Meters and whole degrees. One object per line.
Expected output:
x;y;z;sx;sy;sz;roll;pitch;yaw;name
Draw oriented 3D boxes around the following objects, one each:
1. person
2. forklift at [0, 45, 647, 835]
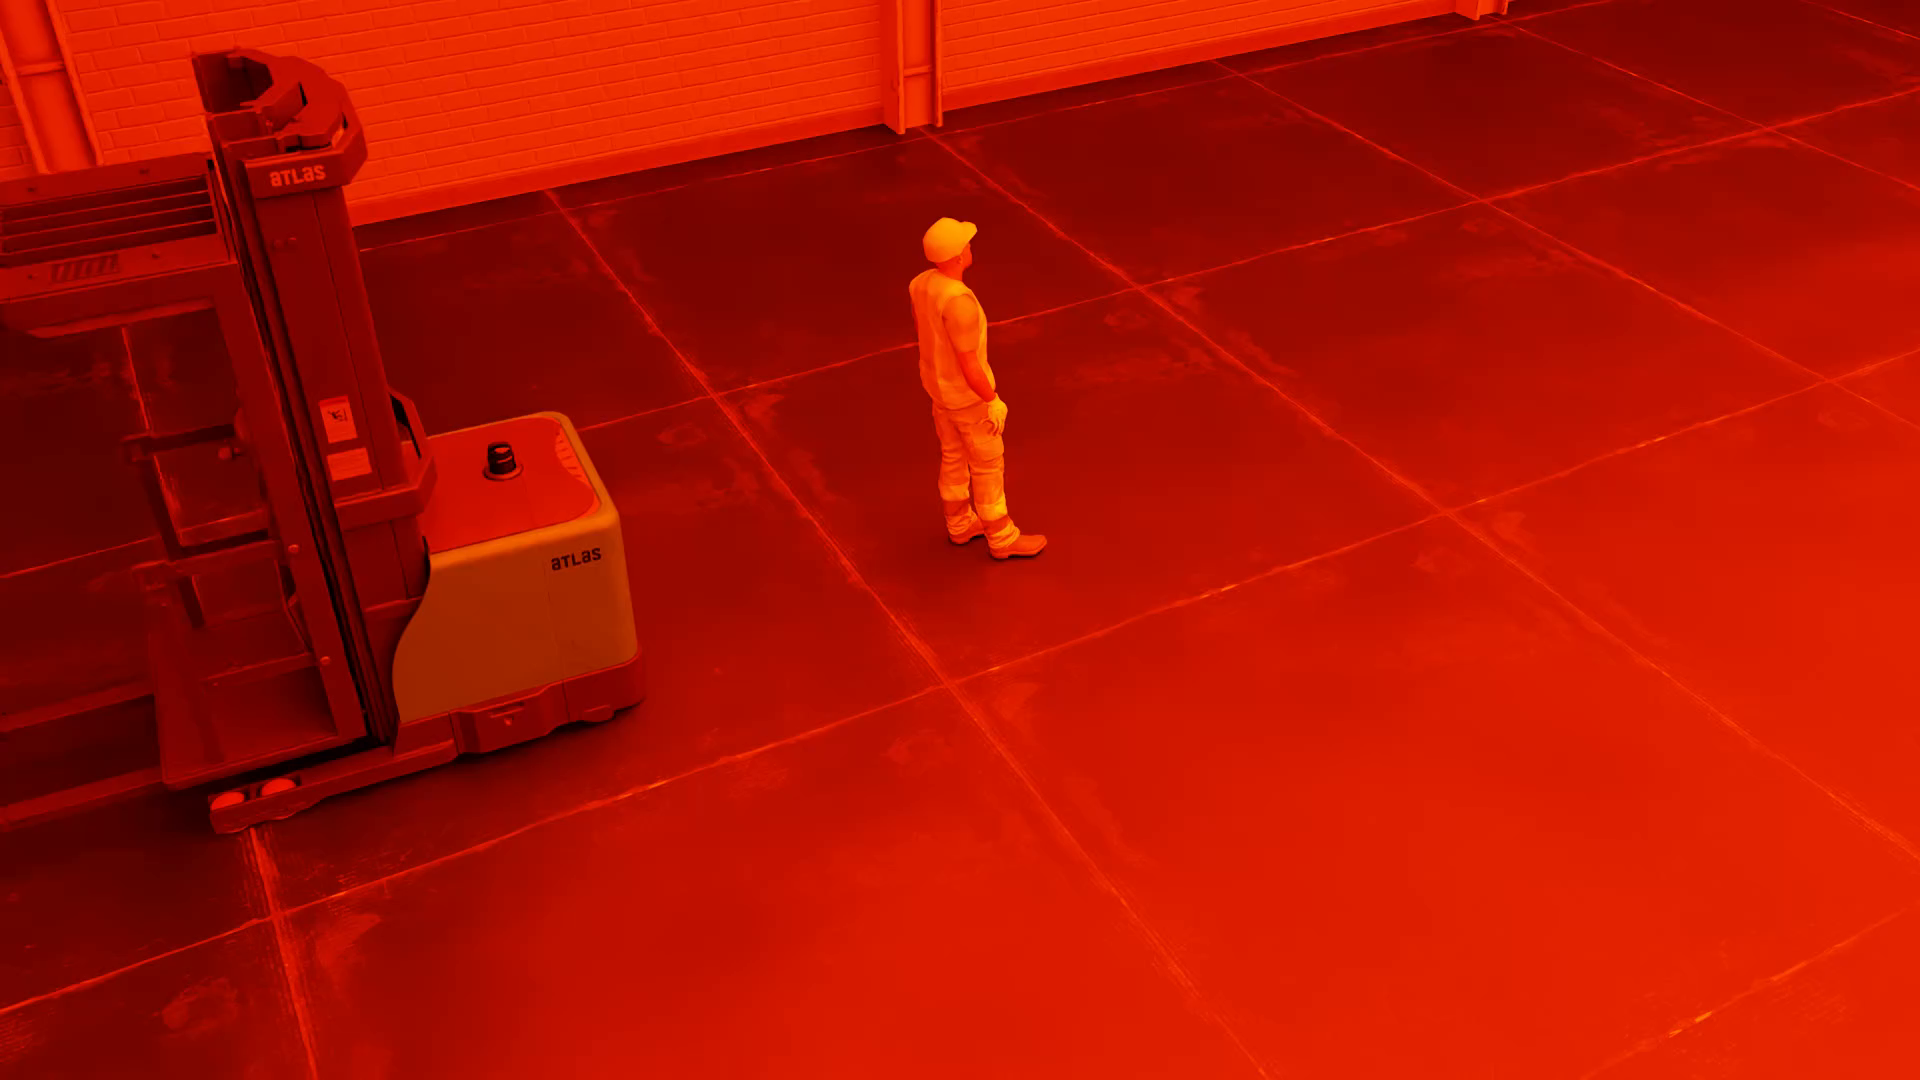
0.077;-0.752;8.164;0.562;1.790;0.637;-17;39;-23;person
-2.984;-0.325;6.583;3.031;2.935;1.130;-15;38;-20;forklift
